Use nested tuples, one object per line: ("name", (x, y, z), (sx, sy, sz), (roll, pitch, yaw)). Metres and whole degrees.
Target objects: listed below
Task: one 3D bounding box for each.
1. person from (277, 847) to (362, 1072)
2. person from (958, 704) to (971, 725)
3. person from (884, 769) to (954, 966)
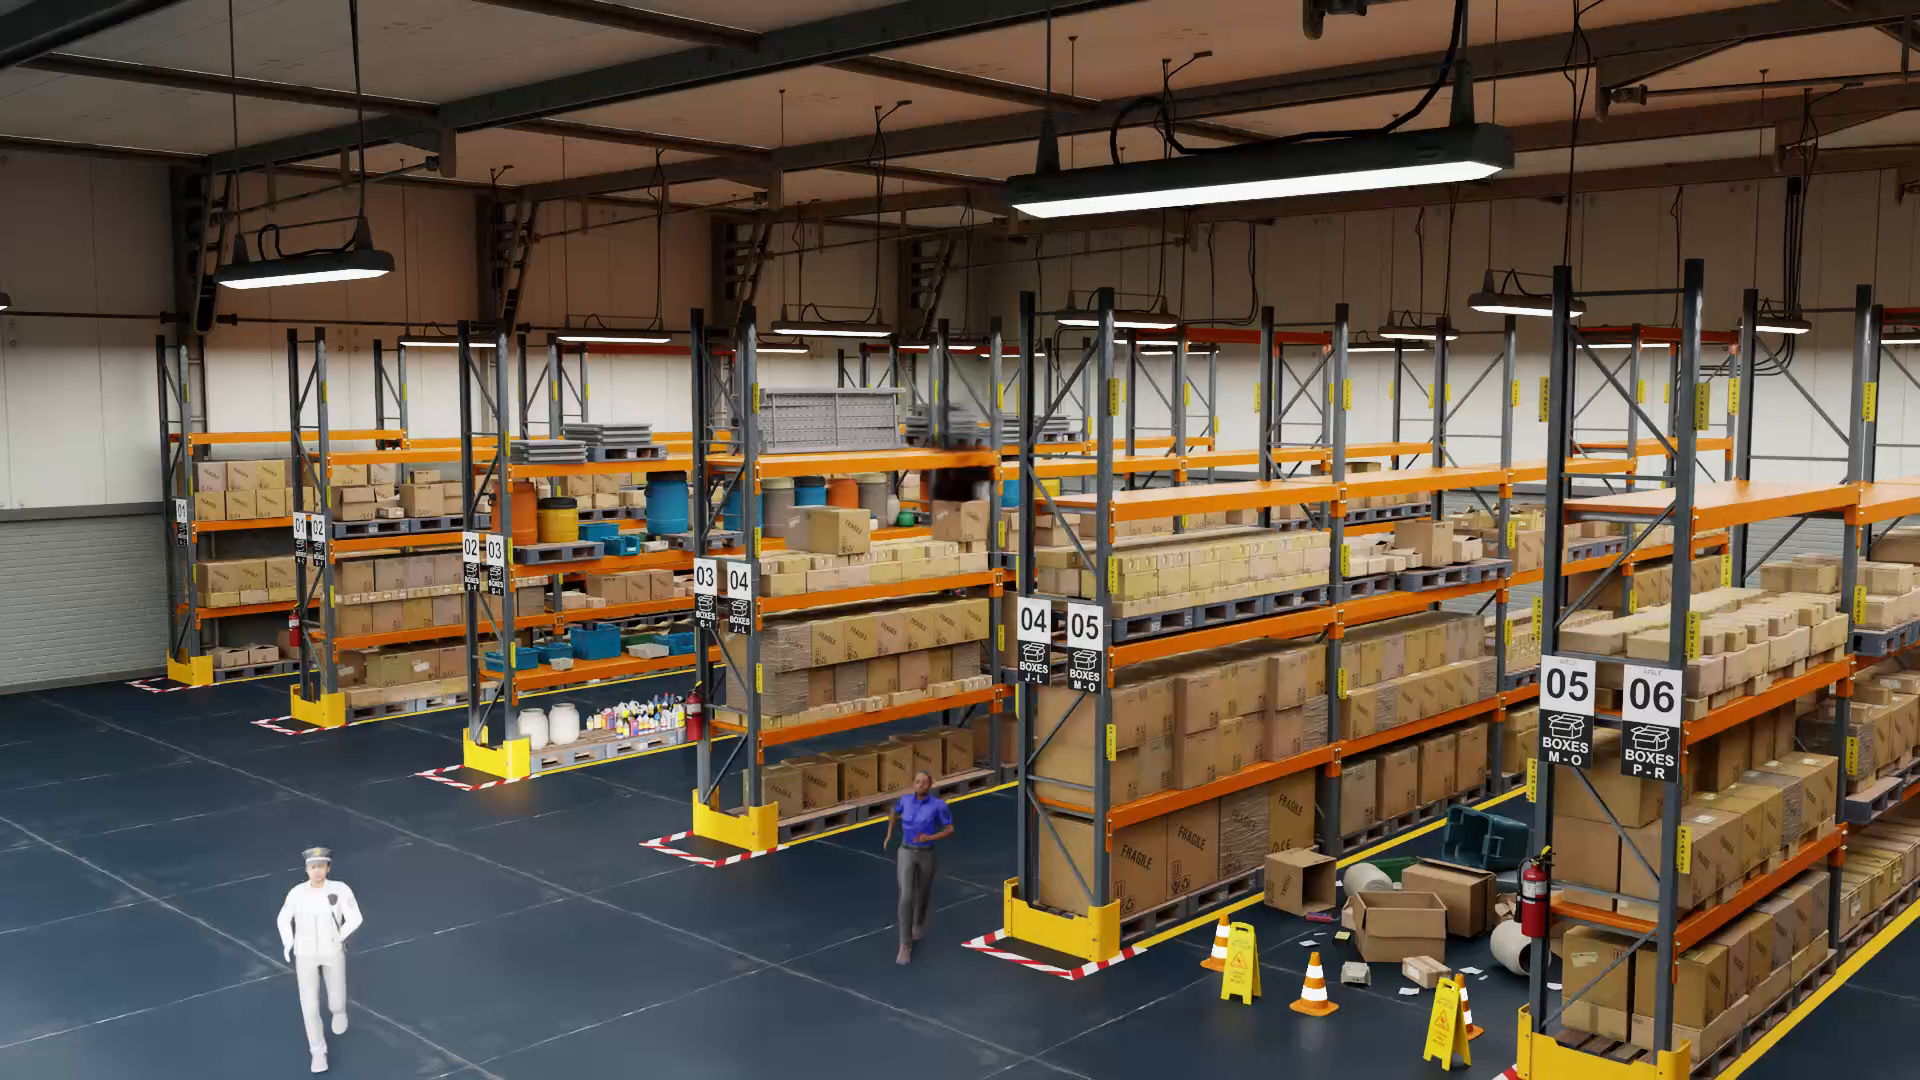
("person", (-4.895, 3.146, 12.716), (0.622, 1.654, 0.717), (-1, 6, -15))
("person", (0.011, 1.982, 25.111), (0.612, 1.650, 0.550), (4, 6, 34))
("person", (-0.371, 2.928, 15.120), (0.639, 1.700, 0.815), (0, 5, -1))
